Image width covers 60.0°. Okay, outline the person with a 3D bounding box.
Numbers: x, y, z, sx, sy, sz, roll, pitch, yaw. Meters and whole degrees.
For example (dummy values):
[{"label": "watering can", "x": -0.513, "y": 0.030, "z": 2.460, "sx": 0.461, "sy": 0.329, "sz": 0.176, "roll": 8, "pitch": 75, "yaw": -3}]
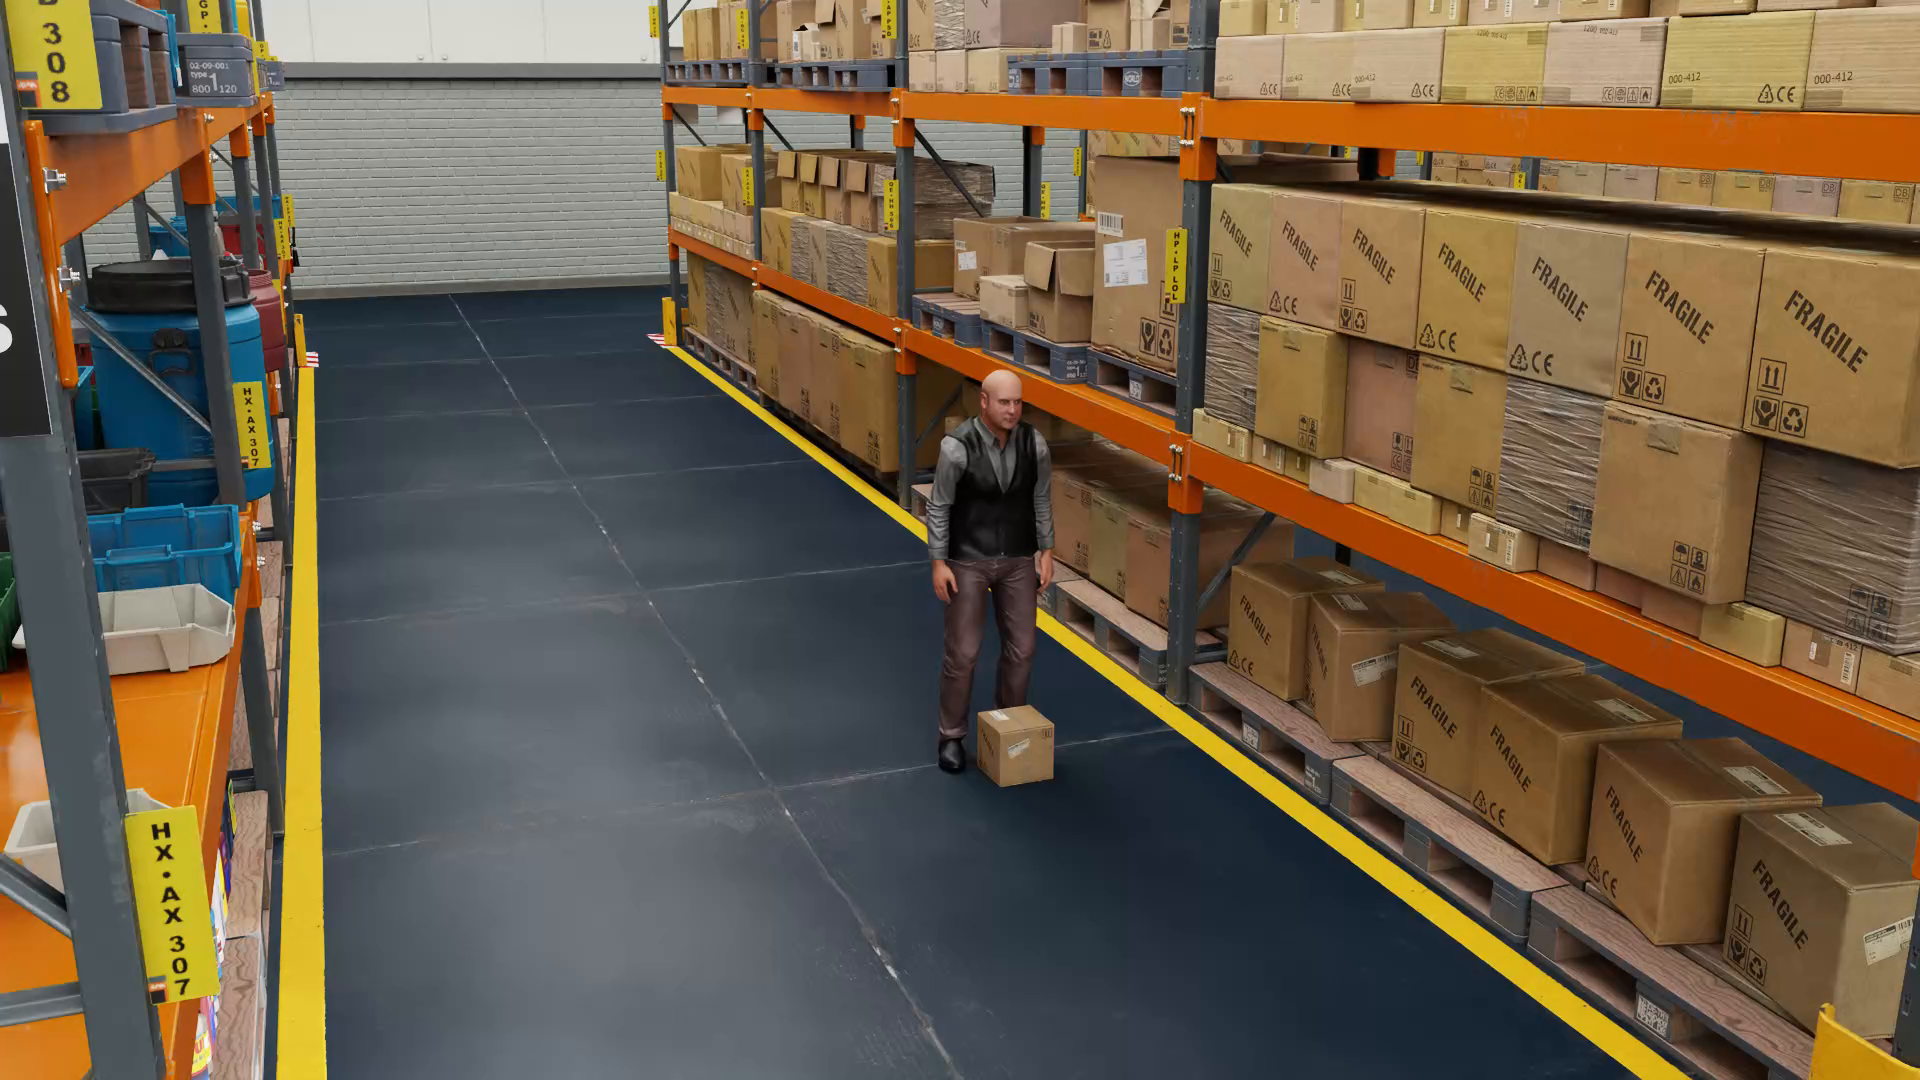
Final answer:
[{"label": "person", "x": 0.130, "y": 0.105, "z": 7.191, "sx": 0.584, "sy": 1.721, "sz": 0.412, "roll": -6, "pitch": 17, "yaw": -21}]
